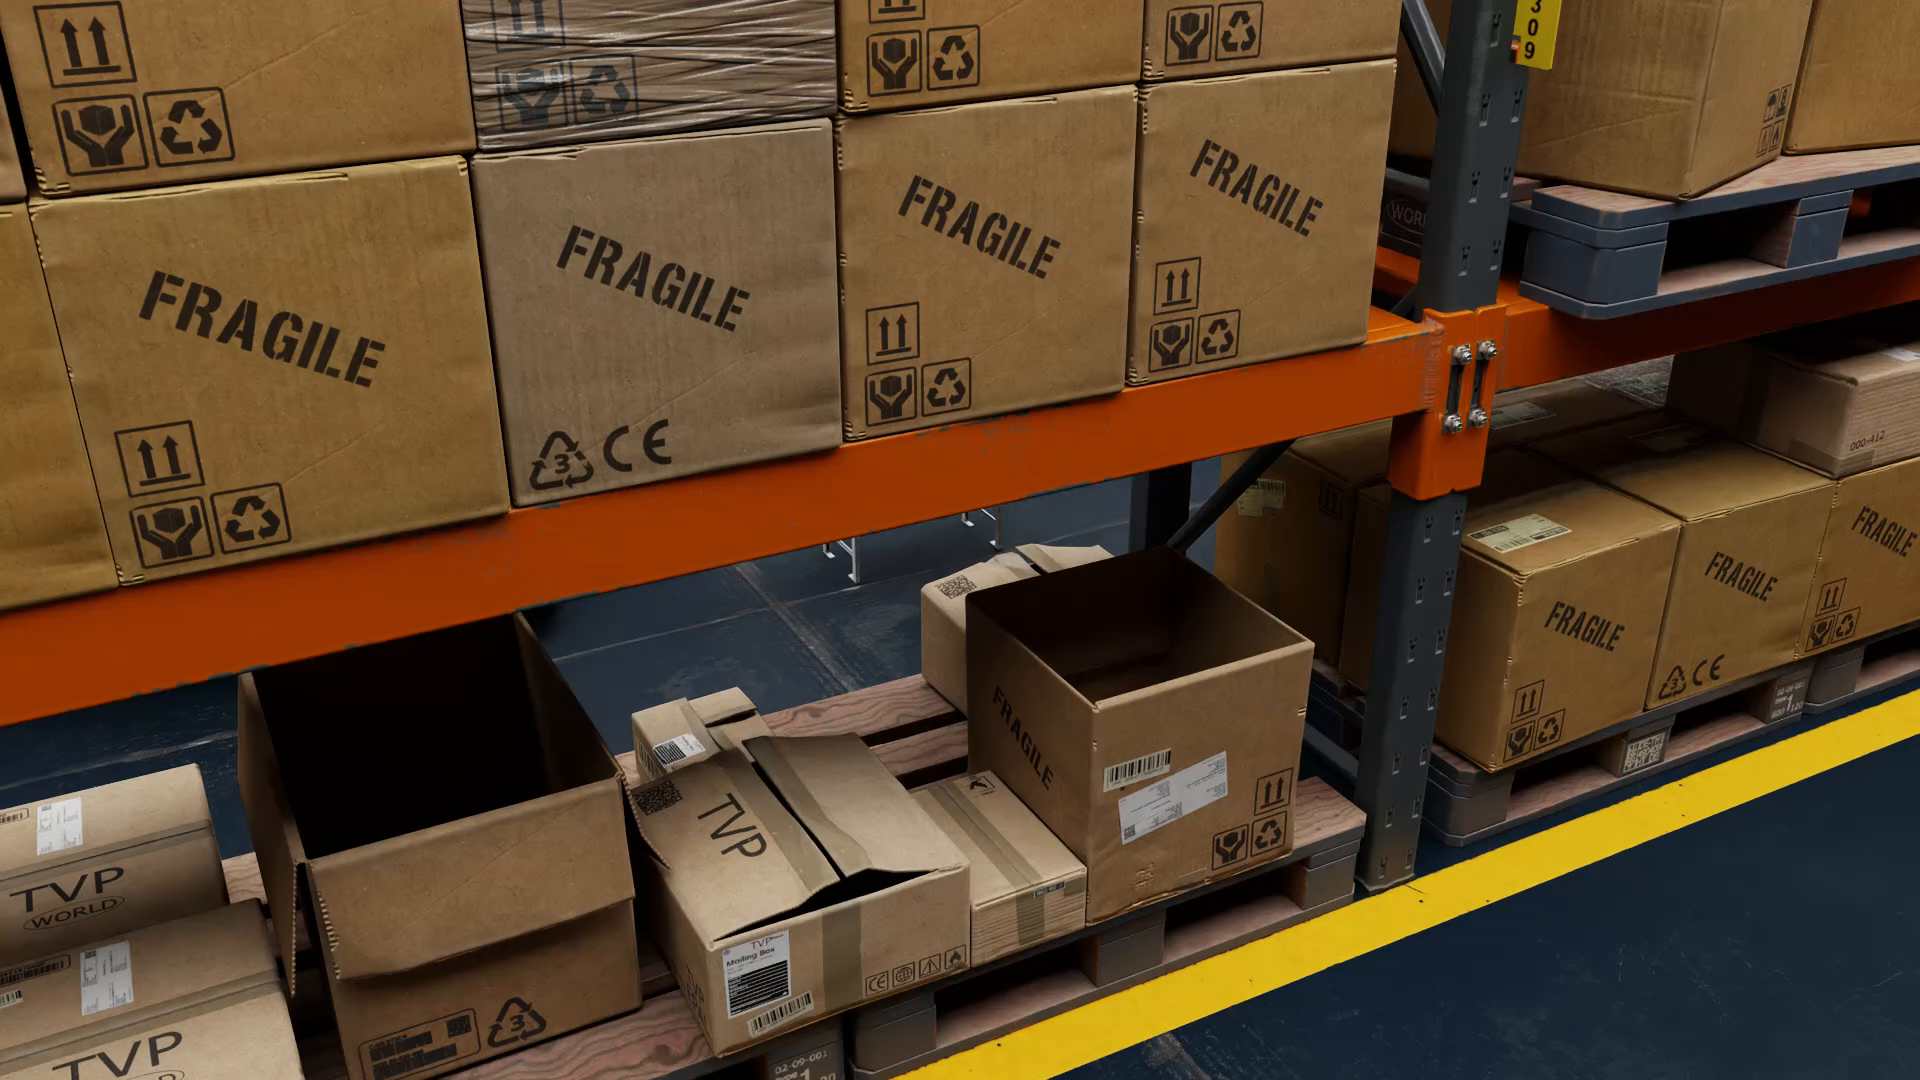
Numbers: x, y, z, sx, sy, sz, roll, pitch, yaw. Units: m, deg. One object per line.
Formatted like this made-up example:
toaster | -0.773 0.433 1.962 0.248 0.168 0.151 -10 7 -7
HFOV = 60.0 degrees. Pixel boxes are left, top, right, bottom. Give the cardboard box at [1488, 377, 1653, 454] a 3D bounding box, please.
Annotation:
cardboard box | 1.456 -0.156 4.489 0.500 0.500 0.500 -13 29 -25

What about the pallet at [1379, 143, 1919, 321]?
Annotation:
pallet | 1.471 -0.812 3.697 1.213 0.211 1.003 -13 29 -25

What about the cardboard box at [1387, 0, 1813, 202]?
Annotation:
cardboard box | 1.238 -1.023 3.313 0.700 0.500 0.500 22 33 37

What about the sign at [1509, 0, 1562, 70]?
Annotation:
sign | 0.977 -0.962 2.787 0.005 0.325 0.100 -13 29 -25

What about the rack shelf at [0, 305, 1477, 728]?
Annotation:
rack shelf | -1.050 -0.045 2.710 4.000 0.370 1.077 -13 29 -25

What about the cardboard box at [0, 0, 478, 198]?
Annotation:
cardboard box | -0.950 -0.761 2.099 0.500 0.500 0.500 -13 29 -26

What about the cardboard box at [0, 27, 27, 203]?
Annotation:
cardboard box | -1.397 -0.657 1.883 0.500 0.500 0.500 -13 28 -24

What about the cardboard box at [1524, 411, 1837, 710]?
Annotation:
cardboard box | 1.722 0.033 4.095 0.500 0.500 0.500 -13 28 -24

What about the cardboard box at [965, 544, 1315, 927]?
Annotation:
cardboard box | 0.346 0.376 3.381 0.500 0.500 0.500 -13 29 -25

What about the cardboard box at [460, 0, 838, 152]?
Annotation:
cardboard box | -0.505 -0.863 2.311 0.500 0.500 0.500 -13 28 -25

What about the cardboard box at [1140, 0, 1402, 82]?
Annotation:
cardboard box | 0.391 -1.071 2.744 0.500 0.500 0.500 -13 28 -25

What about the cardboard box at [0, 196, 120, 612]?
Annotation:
cardboard box | -1.402 -0.205 2.097 0.500 0.500 0.500 -13 29 -25

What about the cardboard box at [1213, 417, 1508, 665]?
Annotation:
cardboard box | 1.015 -0.059 4.286 0.500 0.500 0.500 -13 29 -25

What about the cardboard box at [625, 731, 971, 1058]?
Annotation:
cardboard box | -0.316 0.614 3.104 0.500 0.311 0.500 -13 29 -25

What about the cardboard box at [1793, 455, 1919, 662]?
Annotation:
cardboard box | 2.166 -0.066 4.301 0.500 0.500 0.500 -13 28 -24

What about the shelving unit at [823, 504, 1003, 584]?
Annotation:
shelving unit | -0.146 -0.507 4.920 0.503 1.200 0.258 -13 29 -25

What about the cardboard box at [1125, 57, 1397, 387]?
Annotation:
cardboard box | 0.395 -0.622 2.965 0.500 0.500 0.500 -12 28 -24

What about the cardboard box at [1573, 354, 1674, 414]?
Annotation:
cardboard box | 1.898 -0.258 4.701 0.500 0.500 0.500 -13 28 -24

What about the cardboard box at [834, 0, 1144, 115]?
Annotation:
cardboard box | -0.060 -0.966 2.525 0.500 0.500 0.500 -14 29 -26

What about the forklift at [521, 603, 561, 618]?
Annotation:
forklift | -2.691 -1.164 4.287 3.031 2.935 1.130 -4 26 -8

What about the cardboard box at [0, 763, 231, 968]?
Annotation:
cardboard box | -1.598 0.692 3.012 0.500 0.250 0.500 -13 29 -25

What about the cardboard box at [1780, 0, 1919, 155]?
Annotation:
cardboard box | 1.815 -1.187 3.656 0.500 0.500 0.700 -8 27 -17

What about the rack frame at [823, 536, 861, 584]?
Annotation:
rack frame | -0.361 -0.457 4.817 0.015 1.200 0.240 -13 29 -25

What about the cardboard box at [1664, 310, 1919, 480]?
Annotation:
cardboard box | 2.139 -0.396 4.122 0.500 0.250 0.500 -13 29 -25

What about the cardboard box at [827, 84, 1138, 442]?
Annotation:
cardboard box | -0.060 -0.517 2.745 0.500 0.500 0.500 -12 28 -24

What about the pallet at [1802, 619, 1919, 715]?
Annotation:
pallet | 2.493 0.050 4.903 1.213 0.211 1.003 -13 29 -25

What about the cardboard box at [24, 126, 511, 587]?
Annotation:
cardboard box | -0.960 -0.307 2.307 0.500 0.500 0.500 -13 28 -24

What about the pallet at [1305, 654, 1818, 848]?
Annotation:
pallet | 1.415 0.300 4.382 1.213 0.211 1.003 -13 29 -25

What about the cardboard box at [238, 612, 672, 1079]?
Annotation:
cardboard box | -0.940 0.535 3.047 0.637 0.503 0.797 -13 29 -25

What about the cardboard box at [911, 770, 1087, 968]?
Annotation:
cardboard box | 0.043 0.633 3.251 0.250 0.149 0.380 -13 29 -25

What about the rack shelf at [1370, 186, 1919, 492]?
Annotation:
rack shelf | 2.480 -0.860 4.407 4.000 0.370 1.077 -13 29 -25

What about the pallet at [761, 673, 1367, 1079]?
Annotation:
pallet | 0.108 0.620 3.716 1.213 0.211 1.003 -13 29 -25

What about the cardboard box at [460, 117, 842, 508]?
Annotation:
cardboard box | -0.512 -0.411 2.526 0.500 0.500 0.500 -12 28 -24

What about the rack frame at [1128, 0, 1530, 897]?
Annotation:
rack frame | 0.715 -0.777 3.403 0.127 3.000 1.000 -13 29 -25

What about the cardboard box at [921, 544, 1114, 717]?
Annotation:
cardboard box | 0.243 0.240 3.884 0.500 0.311 0.500 -13 29 -25

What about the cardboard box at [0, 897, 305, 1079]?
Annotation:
cardboard box | -1.319 0.873 2.635 0.500 0.250 0.500 -13 29 -25

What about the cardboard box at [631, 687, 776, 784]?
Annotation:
cardboard box | -0.516 0.485 3.540 0.250 0.166 0.380 -13 29 -25

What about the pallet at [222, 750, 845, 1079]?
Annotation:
pallet | -0.969 0.870 3.195 1.213 0.211 1.003 -13 29 -25

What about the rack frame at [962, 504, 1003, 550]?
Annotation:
rack frame | 0.069 -0.557 5.024 0.015 1.200 0.240 -13 29 -25

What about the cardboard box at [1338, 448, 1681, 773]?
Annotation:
cardboard box | 1.256 0.146 3.860 0.500 0.500 0.500 -14 29 -27

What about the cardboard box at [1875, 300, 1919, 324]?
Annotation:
cardboard box | 2.581 -0.498 4.335 0.500 0.250 0.500 -14 29 -26
